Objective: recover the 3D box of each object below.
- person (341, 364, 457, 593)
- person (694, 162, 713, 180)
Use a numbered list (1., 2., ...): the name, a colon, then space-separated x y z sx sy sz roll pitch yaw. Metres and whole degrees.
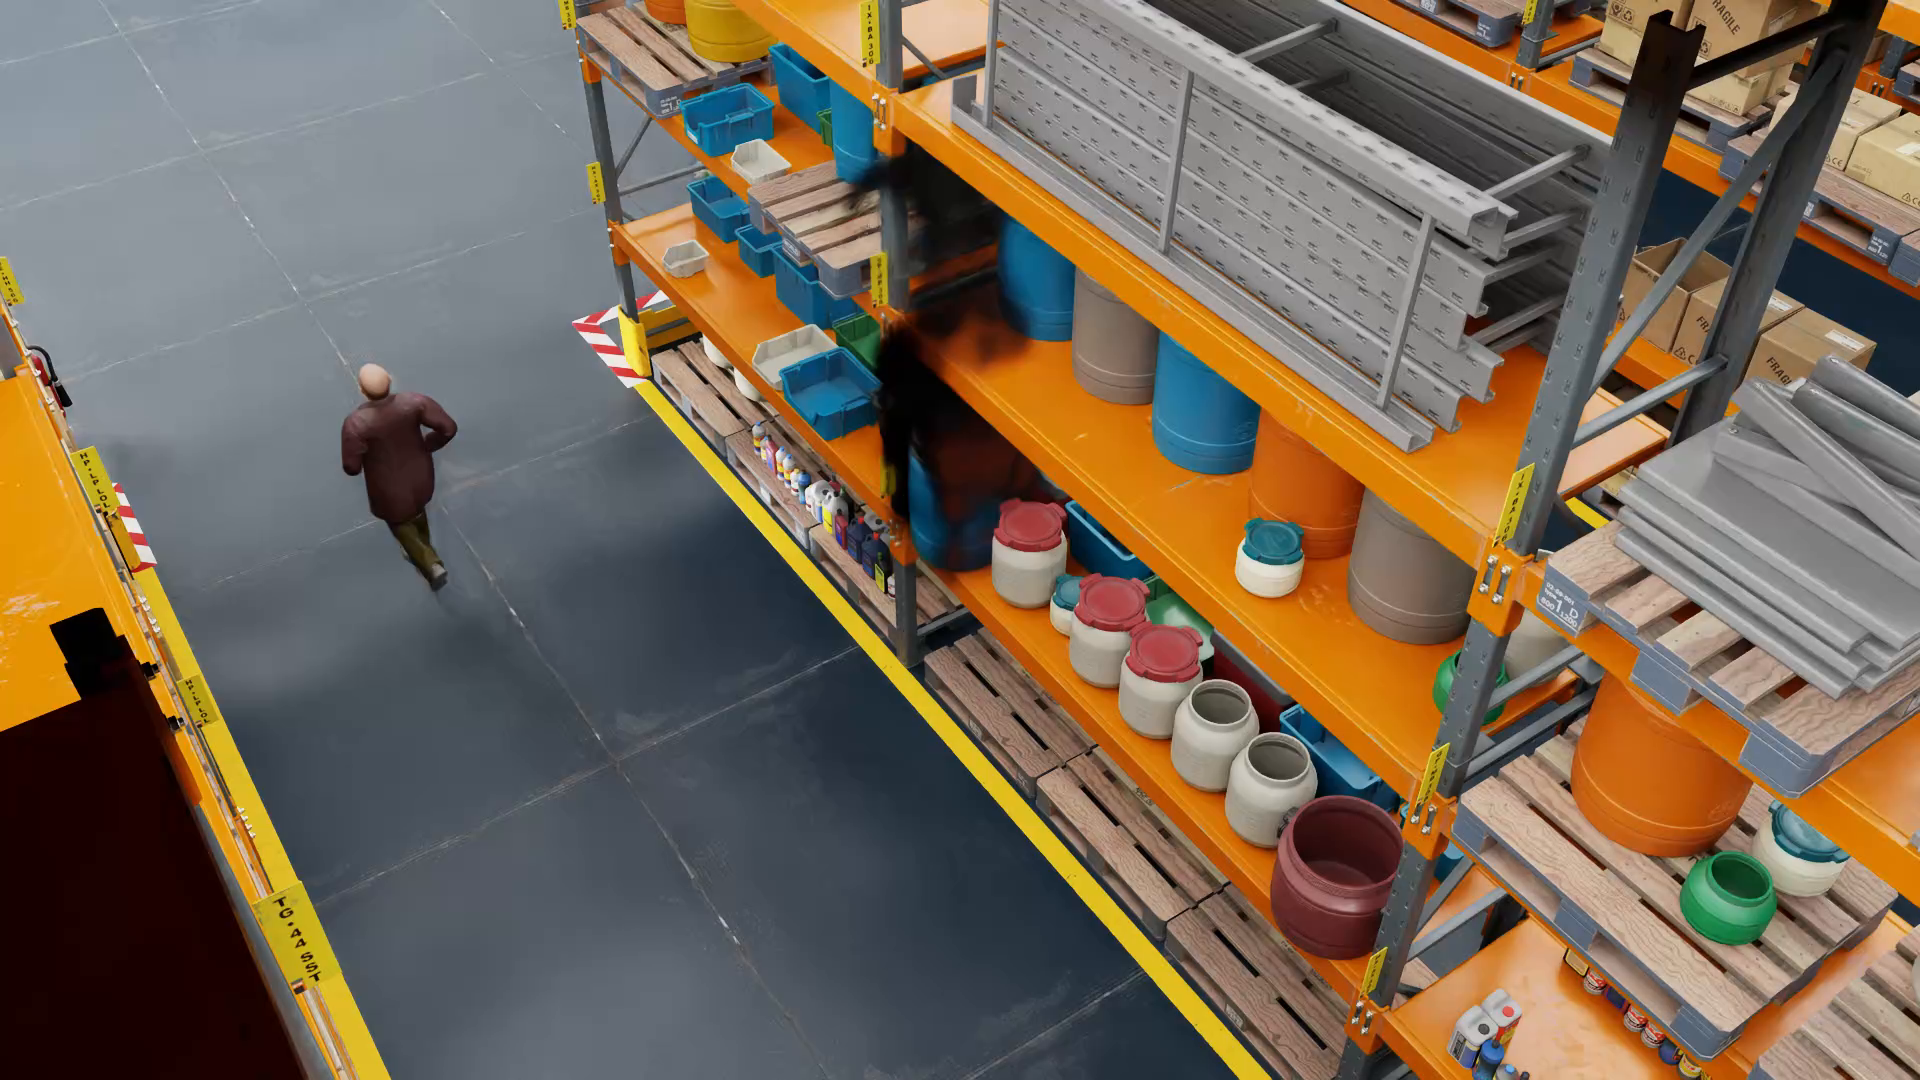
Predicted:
1. person: -3.480 -0.369 10.456 0.711 1.779 0.880 -30 50 -28
2. person: -1.958 -3.157 13.935 0.573 1.724 0.705 17 45 18
